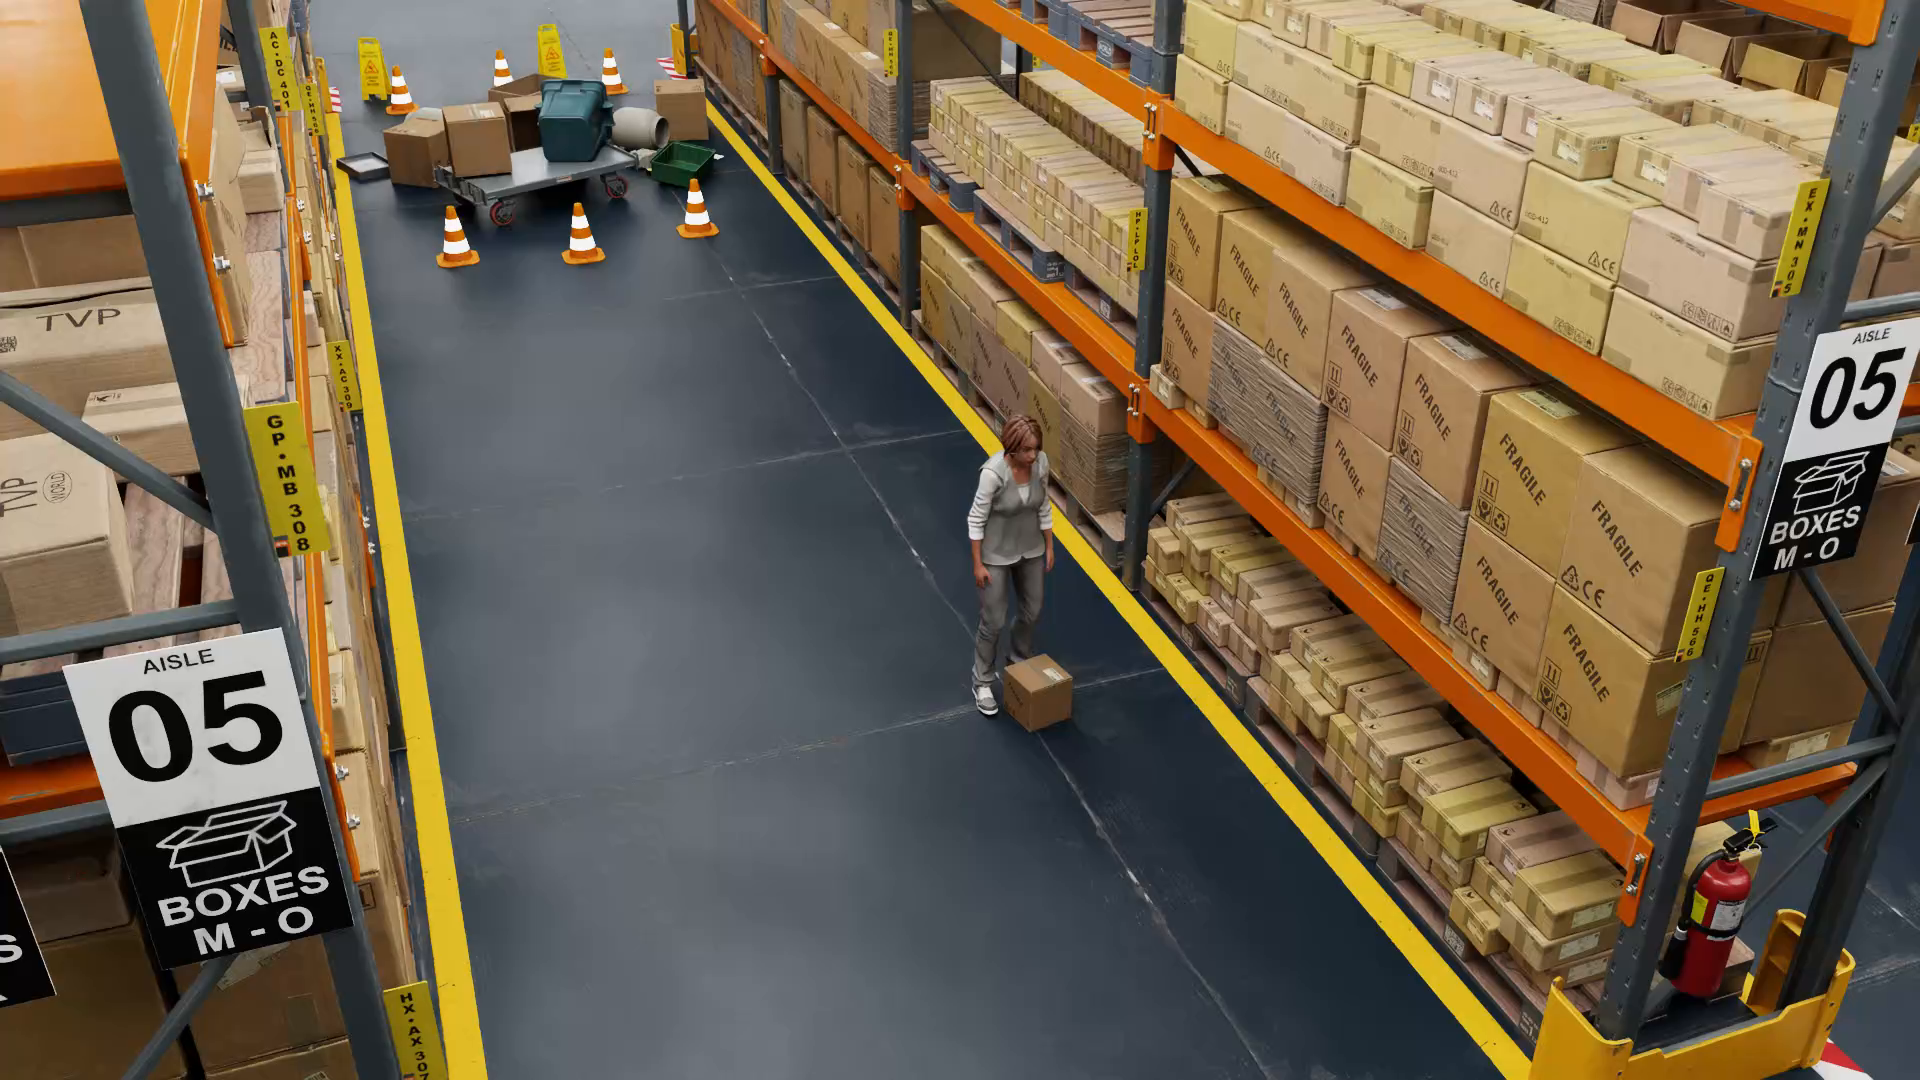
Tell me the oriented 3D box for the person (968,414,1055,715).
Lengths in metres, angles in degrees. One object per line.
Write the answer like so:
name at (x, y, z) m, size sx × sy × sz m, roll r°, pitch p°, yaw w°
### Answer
person at (0.256, 0.088, 8.192) m, size 0.462 × 1.593 × 0.343 m, roll -15°, pitch 34°, yaw -24°
